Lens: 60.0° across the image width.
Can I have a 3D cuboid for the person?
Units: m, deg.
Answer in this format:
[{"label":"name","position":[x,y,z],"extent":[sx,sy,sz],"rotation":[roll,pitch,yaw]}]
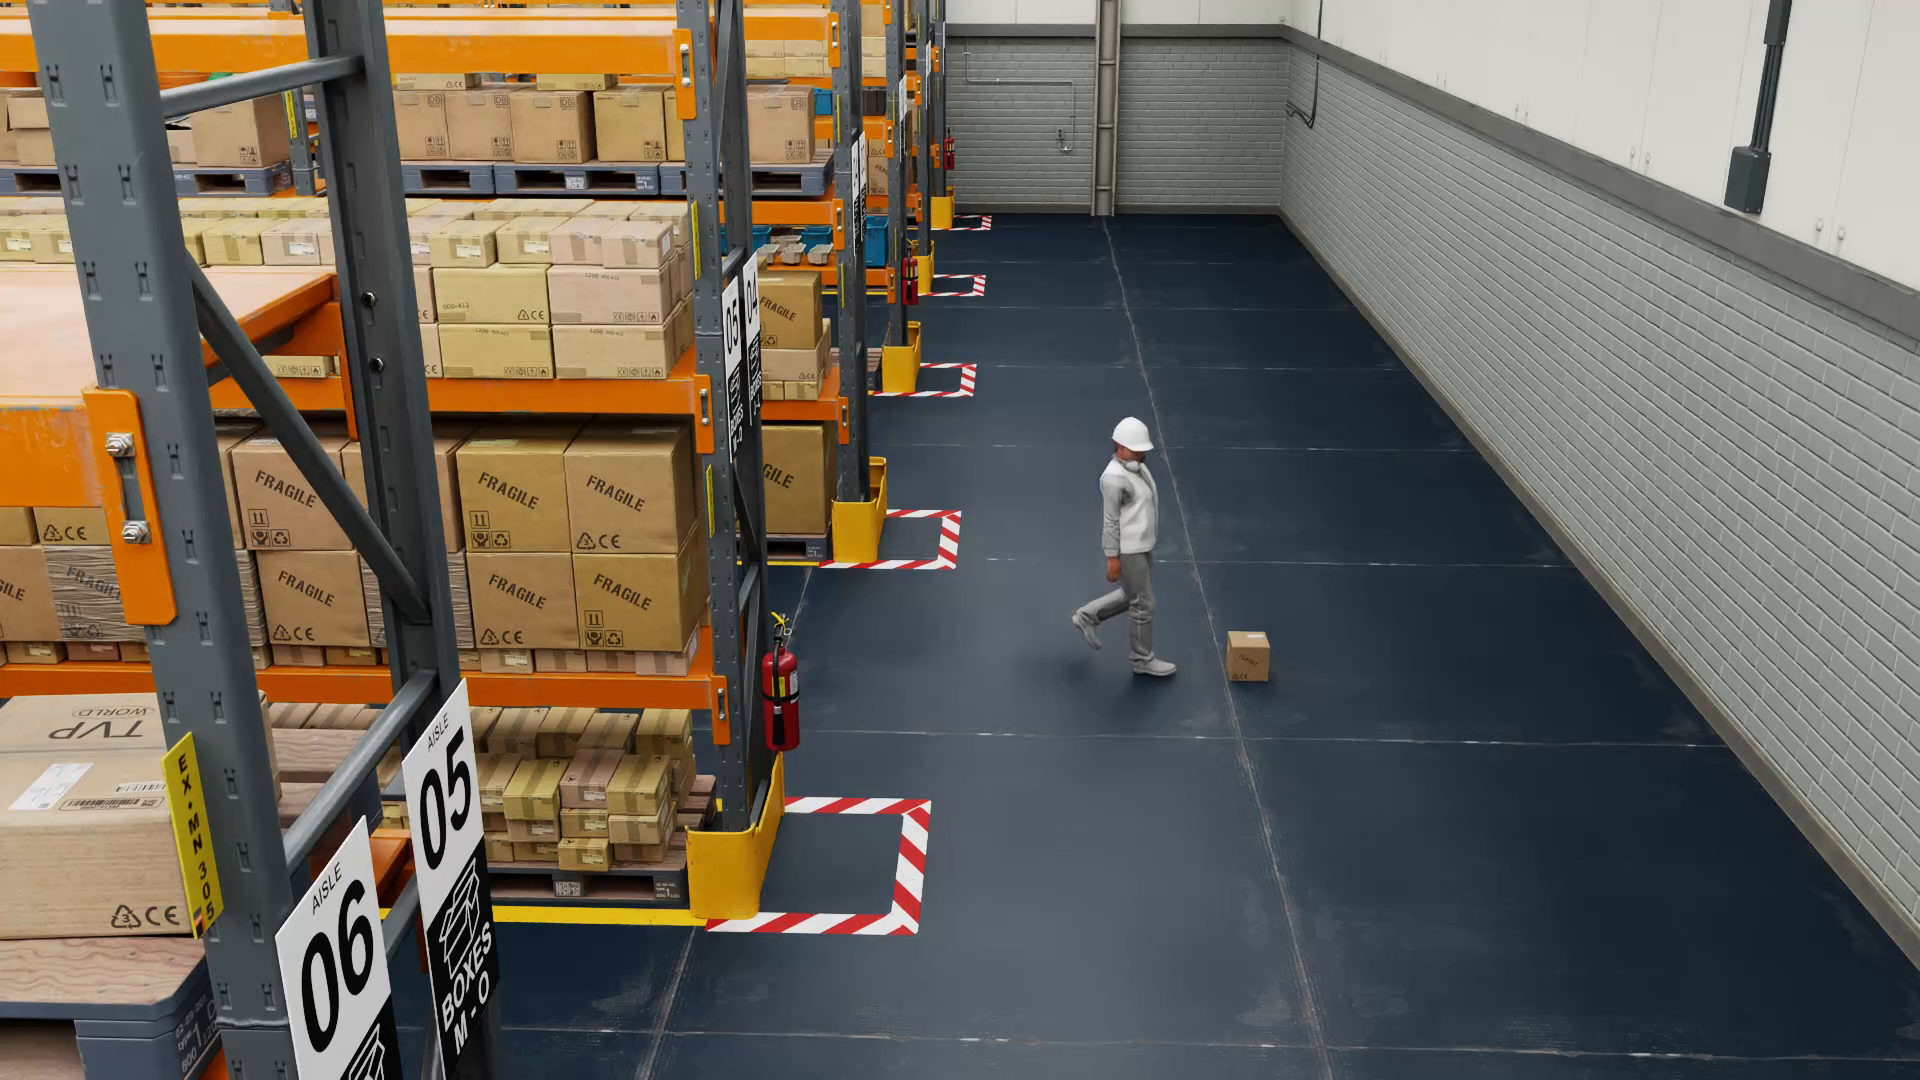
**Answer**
[{"label":"person","position":[1.099,0.030,10.946],"extent":[0.761,1.759,0.568],"rotation":[6,22,16]}]
